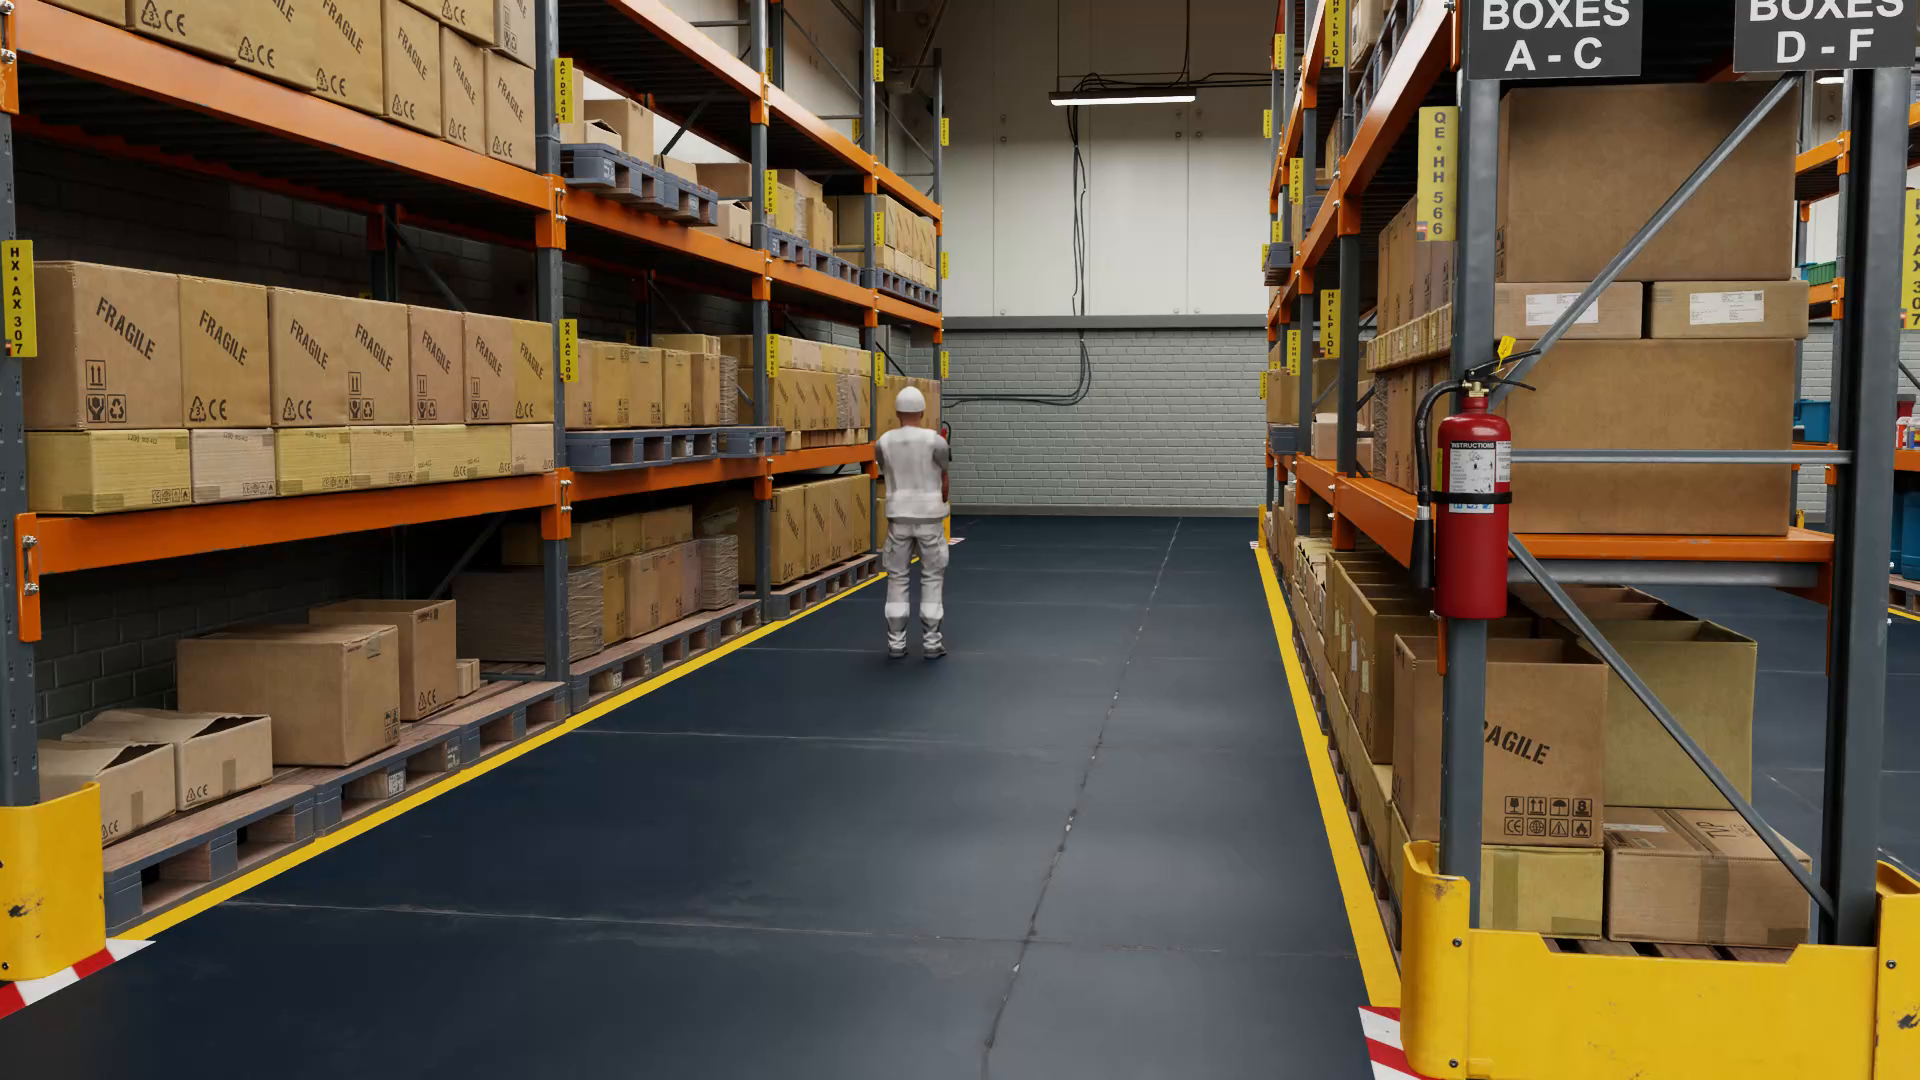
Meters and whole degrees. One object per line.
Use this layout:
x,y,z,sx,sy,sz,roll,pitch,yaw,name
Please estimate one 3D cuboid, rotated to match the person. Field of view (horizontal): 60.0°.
-0.293,-0.125,11.065,0.494,1.784,0.566,1,4,10,person
